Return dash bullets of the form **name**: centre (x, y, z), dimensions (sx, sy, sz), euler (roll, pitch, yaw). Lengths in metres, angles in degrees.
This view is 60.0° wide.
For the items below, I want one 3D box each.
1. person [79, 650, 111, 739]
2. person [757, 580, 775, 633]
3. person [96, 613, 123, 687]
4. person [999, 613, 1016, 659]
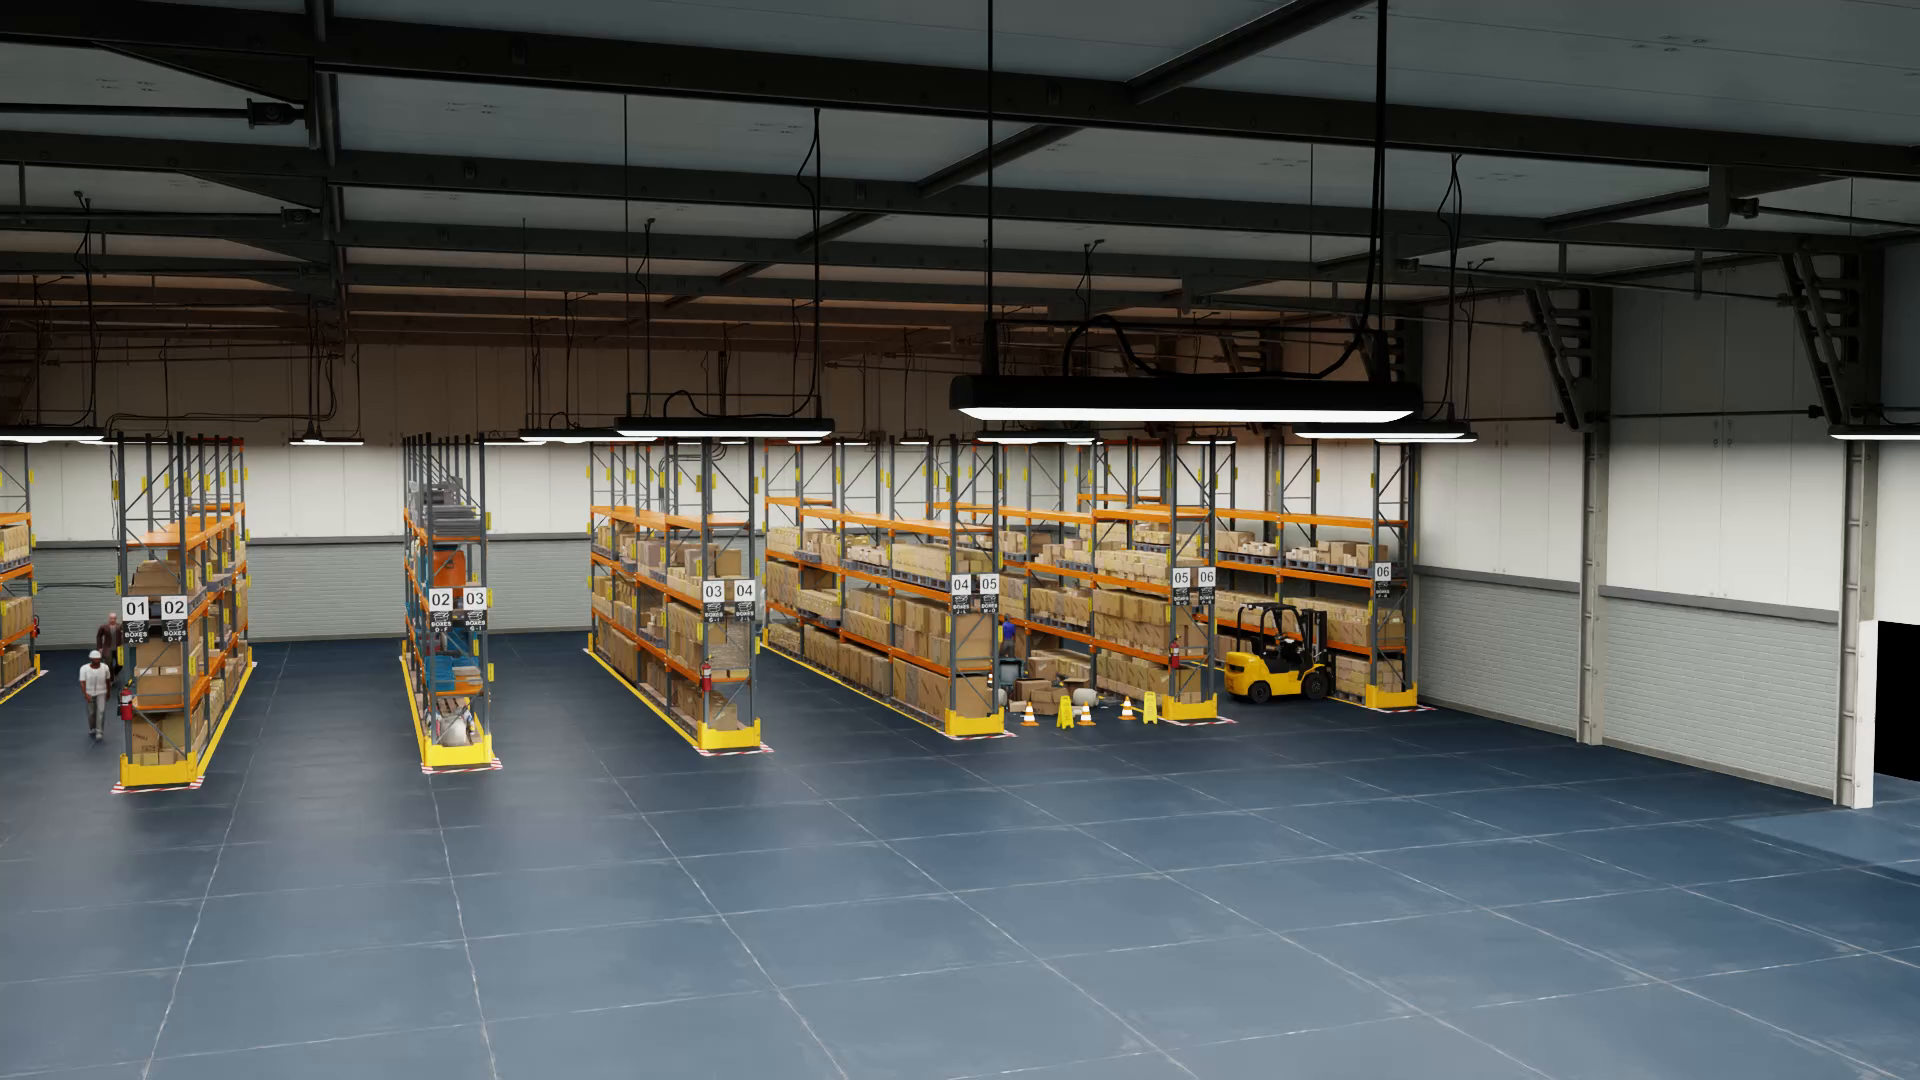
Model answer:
- **person**: centre (-17.042, 3.032, 32.785), dimensions (0.562, 1.709, 0.974), euler (-2, 4, -30)
- **person**: centre (-5.990, 2.040, 51.524), dimensions (0.498, 1.645, 0.865), euler (3, 4, 44)
- **person**: centre (-20.475, 2.628, 40.149), dimensions (0.669, 1.762, 0.753), euler (-2, 4, -34)
- **person**: centre (1.185, 2.663, 41.046), dimensions (0.478, 1.684, 0.595), euler (-1, 3, -25)
